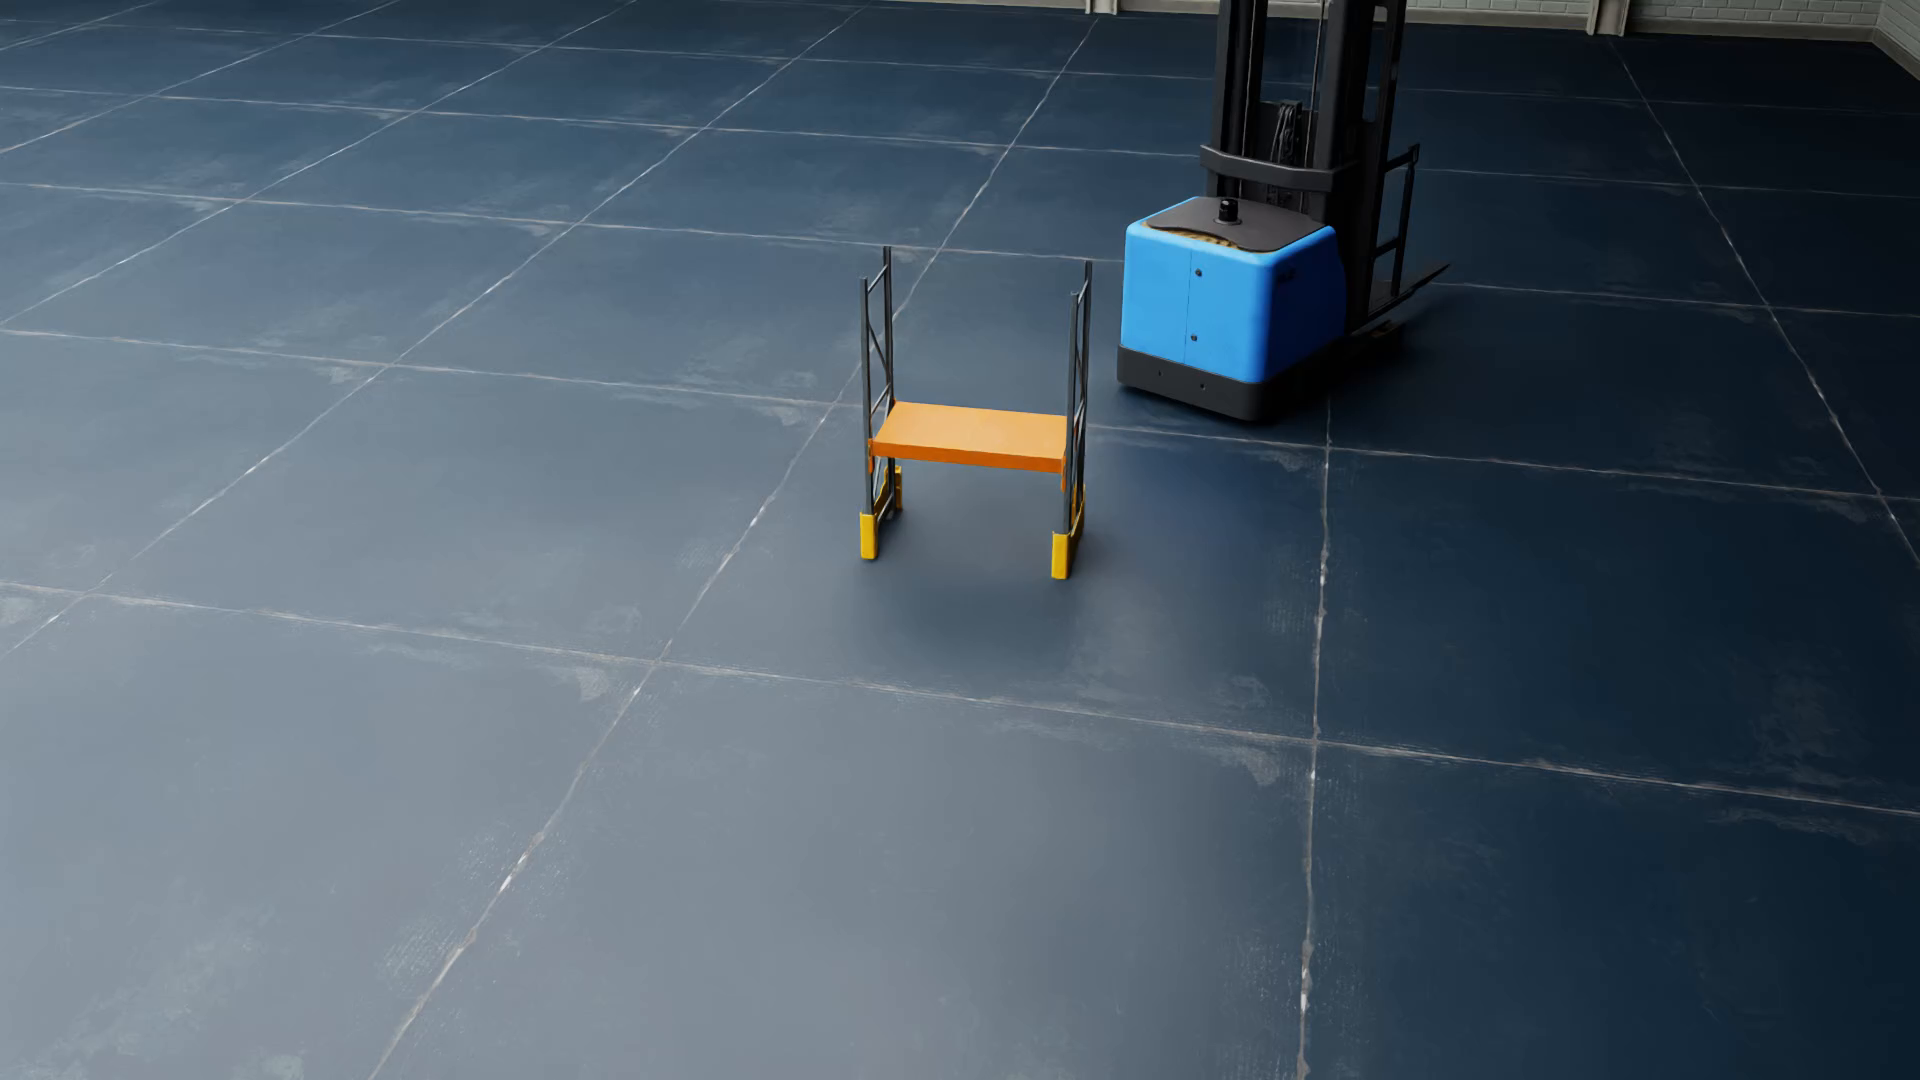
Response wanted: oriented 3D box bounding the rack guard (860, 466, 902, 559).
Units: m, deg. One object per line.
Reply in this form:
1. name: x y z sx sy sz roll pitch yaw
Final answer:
1. rack guard: -0.412 -0.152 8.767 0.087 0.250 0.587 6 29 11

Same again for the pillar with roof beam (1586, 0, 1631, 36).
1. pillar with roof beam: 6.761 -7.952 13.903 0.400 9.000 9.100 6 29 11

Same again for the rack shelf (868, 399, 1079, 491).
1. rack shelf: 0.083 -0.492 8.461 1.000 0.185 0.538 6 29 11

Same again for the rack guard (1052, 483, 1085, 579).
1. rack guard: 0.562 -0.052 8.585 0.087 0.250 0.587 6 29 11

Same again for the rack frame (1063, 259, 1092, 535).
1. rack frame: 0.581 -0.598 8.281 0.032 1.500 0.500 6 29 11

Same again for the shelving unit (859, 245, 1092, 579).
1. shelving unit: 0.075 -0.650 8.376 1.083 1.500 0.587 6 29 11

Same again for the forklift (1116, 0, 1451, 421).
1. forklift: 2.308 -2.632 10.505 1.130 2.935 3.031 22 35 34

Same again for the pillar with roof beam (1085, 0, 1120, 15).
1. pillar with roof beam: 0.894 -8.553 15.002 0.400 9.000 9.100 6 29 11

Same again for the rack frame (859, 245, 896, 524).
1. rack frame: -0.414 -0.700 8.467 0.032 1.500 0.500 6 29 11
